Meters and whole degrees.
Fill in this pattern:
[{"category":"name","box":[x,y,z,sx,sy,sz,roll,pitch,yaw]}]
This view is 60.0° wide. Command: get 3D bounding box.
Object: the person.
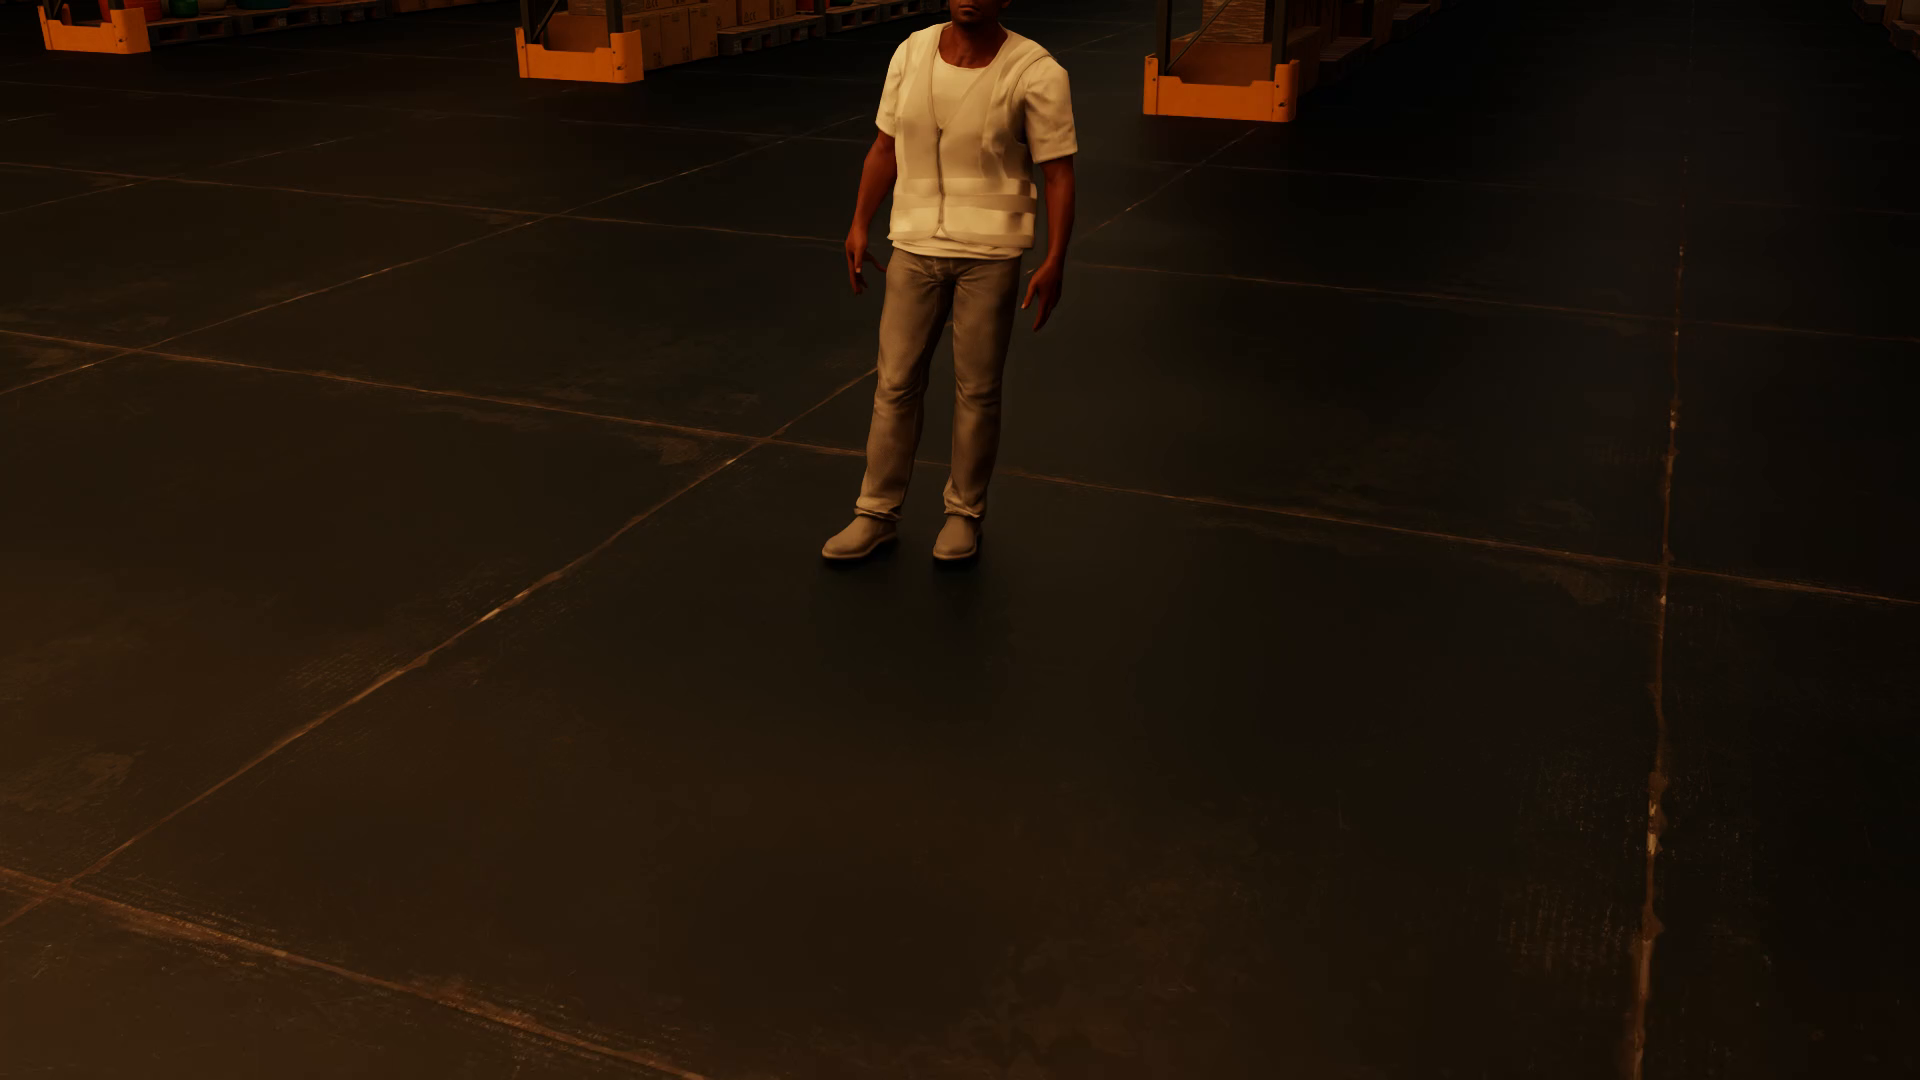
[{"category":"person","box":[-0.032,-0.798,4.693,0.665,1.765,0.577,9,24,21]}]
